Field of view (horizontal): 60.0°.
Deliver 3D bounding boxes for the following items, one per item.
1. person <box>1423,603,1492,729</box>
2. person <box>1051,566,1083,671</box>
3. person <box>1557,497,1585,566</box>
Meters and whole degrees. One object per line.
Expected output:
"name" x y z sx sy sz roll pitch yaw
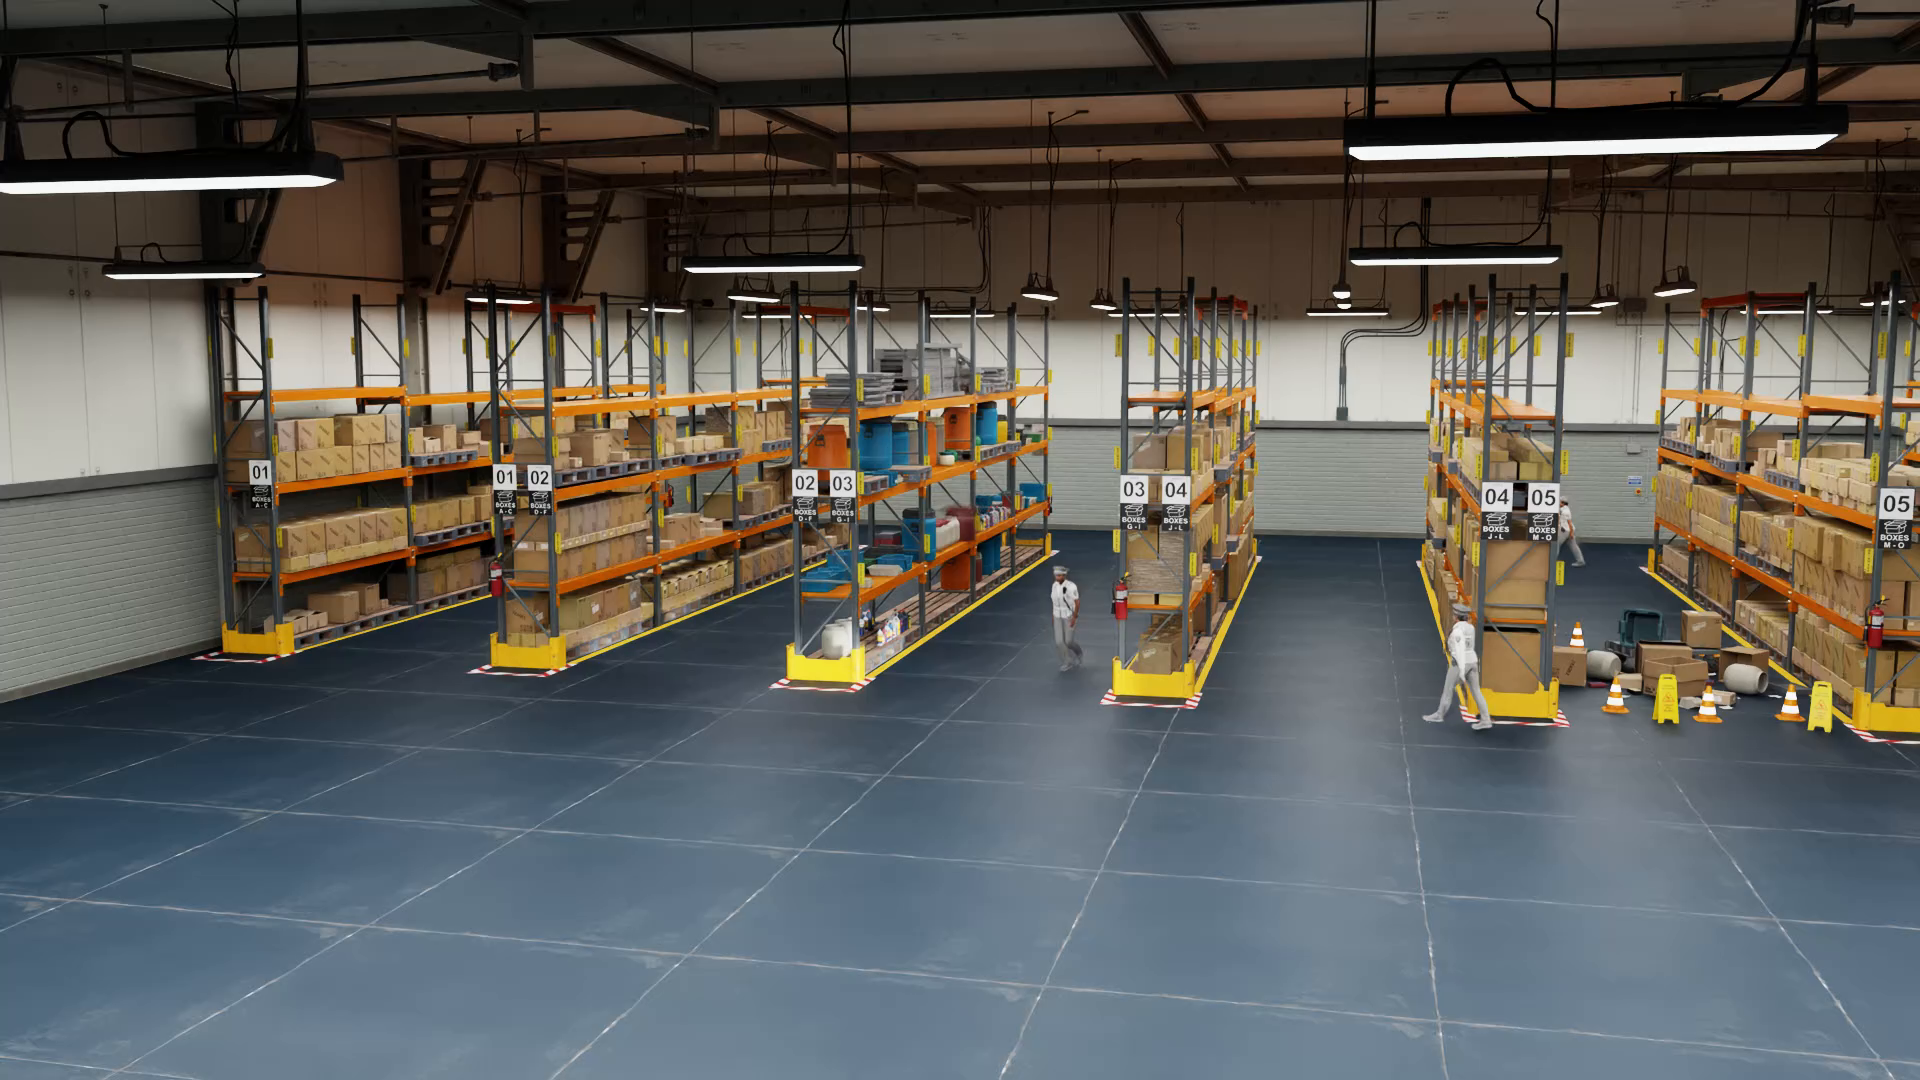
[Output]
"person" 6.648 1.648 21.989 0.520 1.613 0.987 -4 8 -34
"person" 1.694 1.207 26.027 0.507 1.655 0.594 5 8 38
"person" 13.889 -0.209 38.279 1.011 1.588 0.497 4 8 30
